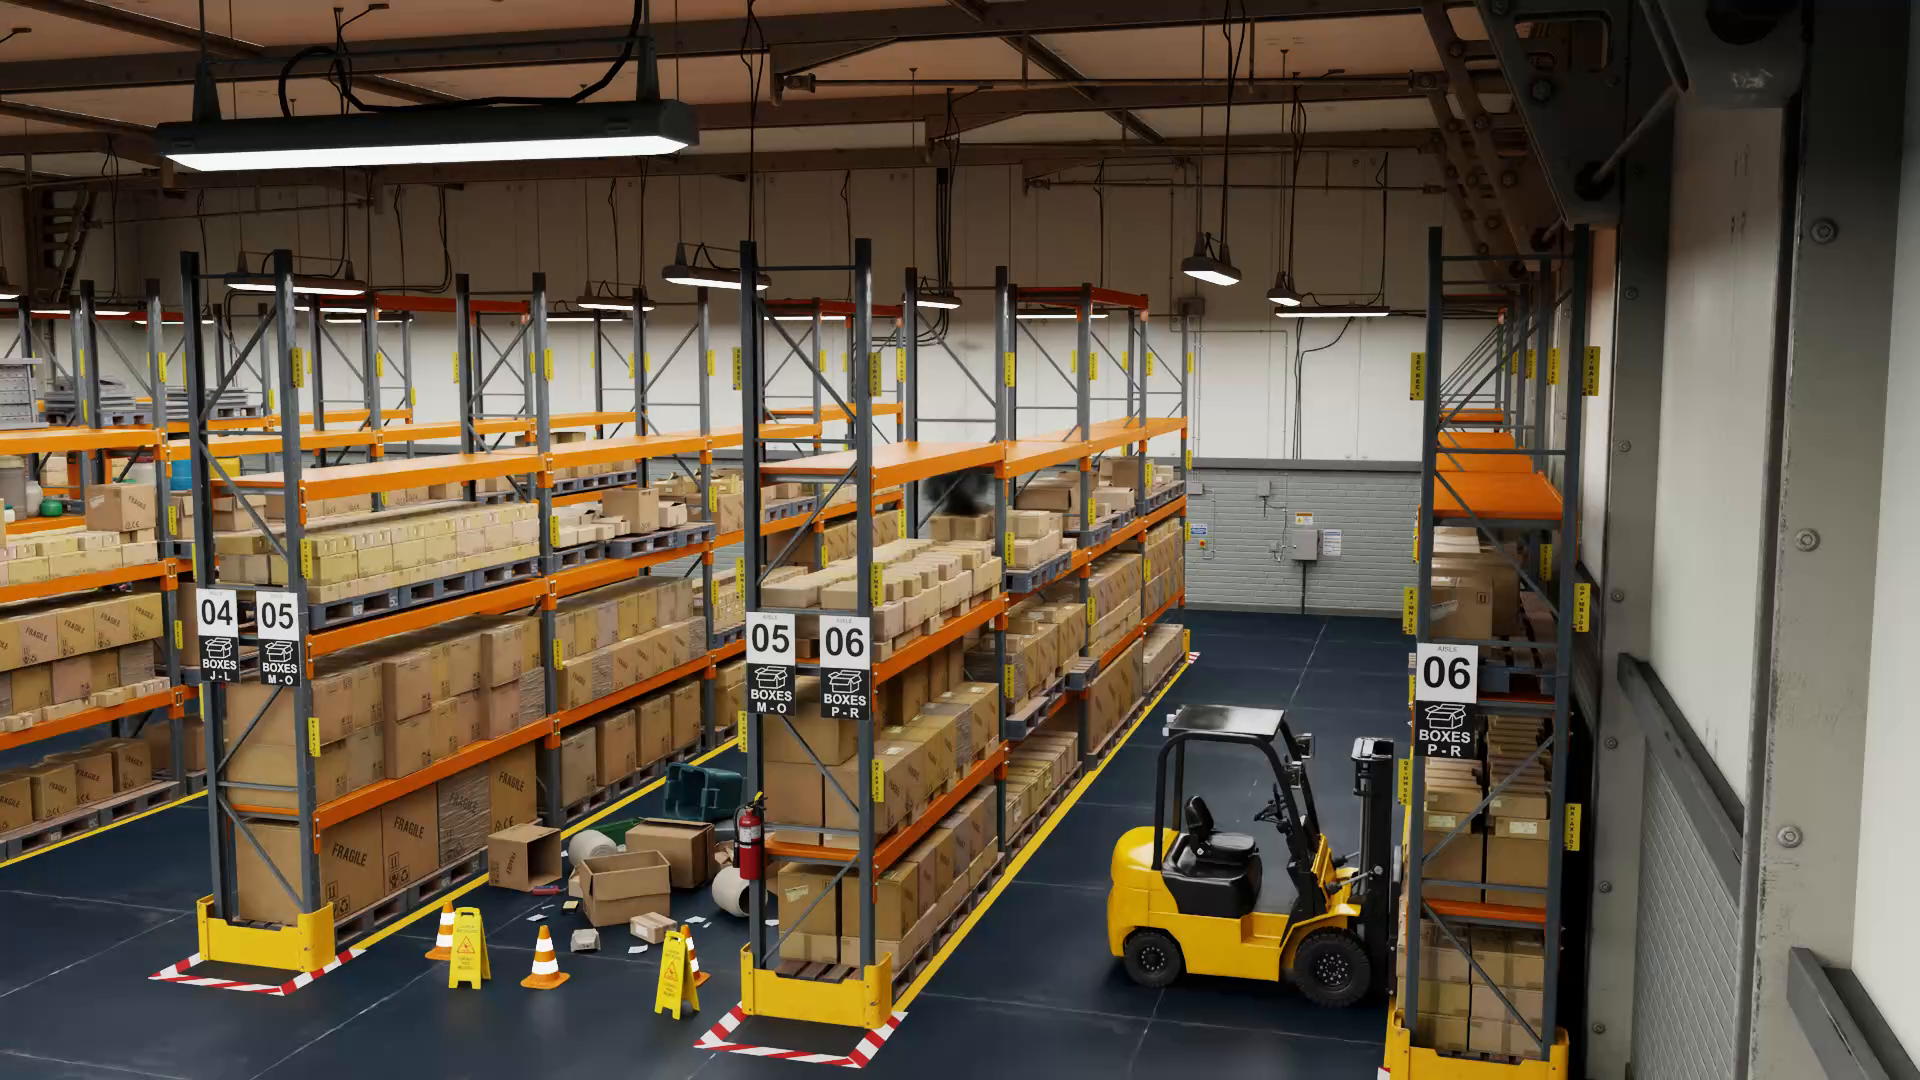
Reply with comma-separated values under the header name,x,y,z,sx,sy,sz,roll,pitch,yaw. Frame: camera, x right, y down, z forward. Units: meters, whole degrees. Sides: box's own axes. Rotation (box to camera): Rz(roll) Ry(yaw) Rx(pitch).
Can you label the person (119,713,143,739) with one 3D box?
name,x,y,z,sx,sy,sz,roll,pitch,yaw
person,-10.922,1.910,21.896,0.583,1.662,0.558,1,7,11
